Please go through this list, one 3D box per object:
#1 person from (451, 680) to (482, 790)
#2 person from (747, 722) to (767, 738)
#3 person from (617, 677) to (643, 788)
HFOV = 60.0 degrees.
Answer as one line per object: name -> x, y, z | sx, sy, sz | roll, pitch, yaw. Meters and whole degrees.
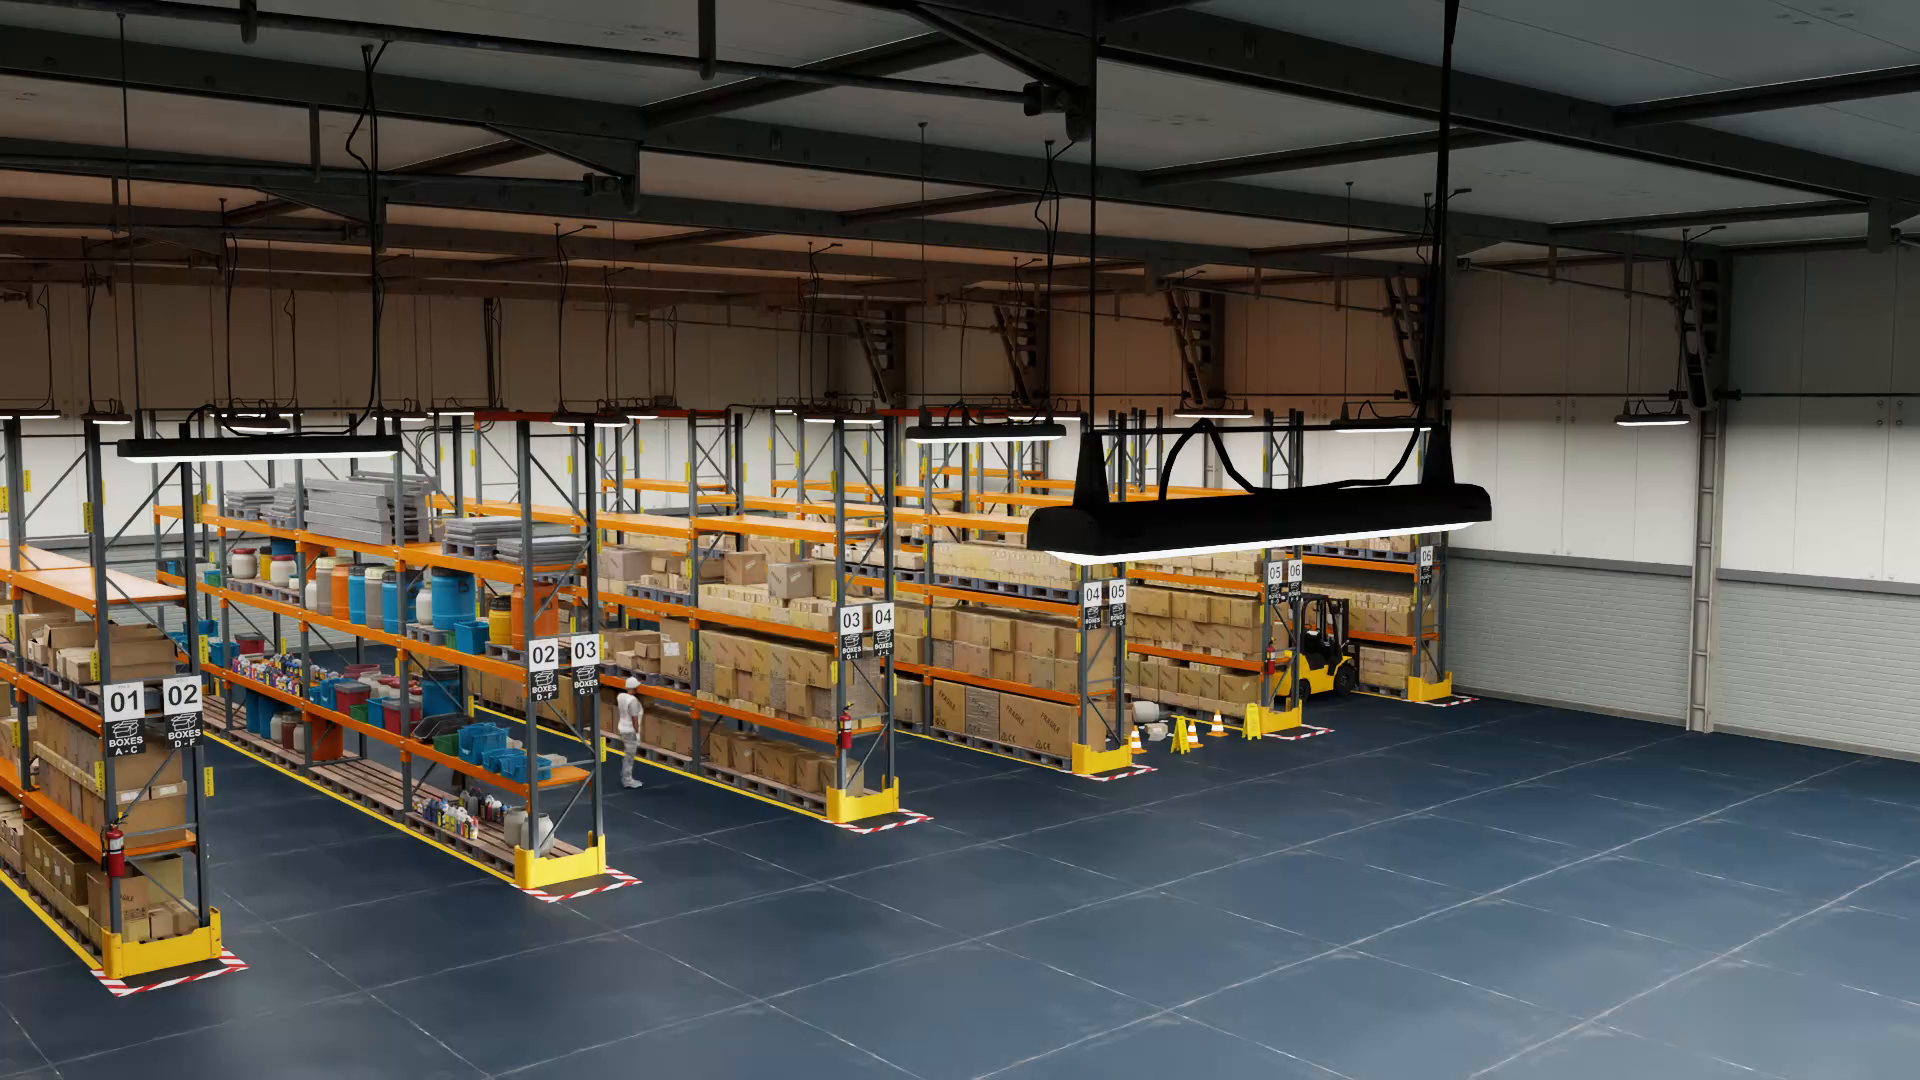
person -> -7.925, 3.123, 26.678 | 0.546, 1.828, 0.691 | -2, 5, -24
person -> -3.711, 2.815, 30.502 | 0.361, 1.692, 0.534 | -2, 5, -23
person -> -5.300, 3.054, 26.760 | 0.374, 1.727, 0.602 | -2, 5, -22
